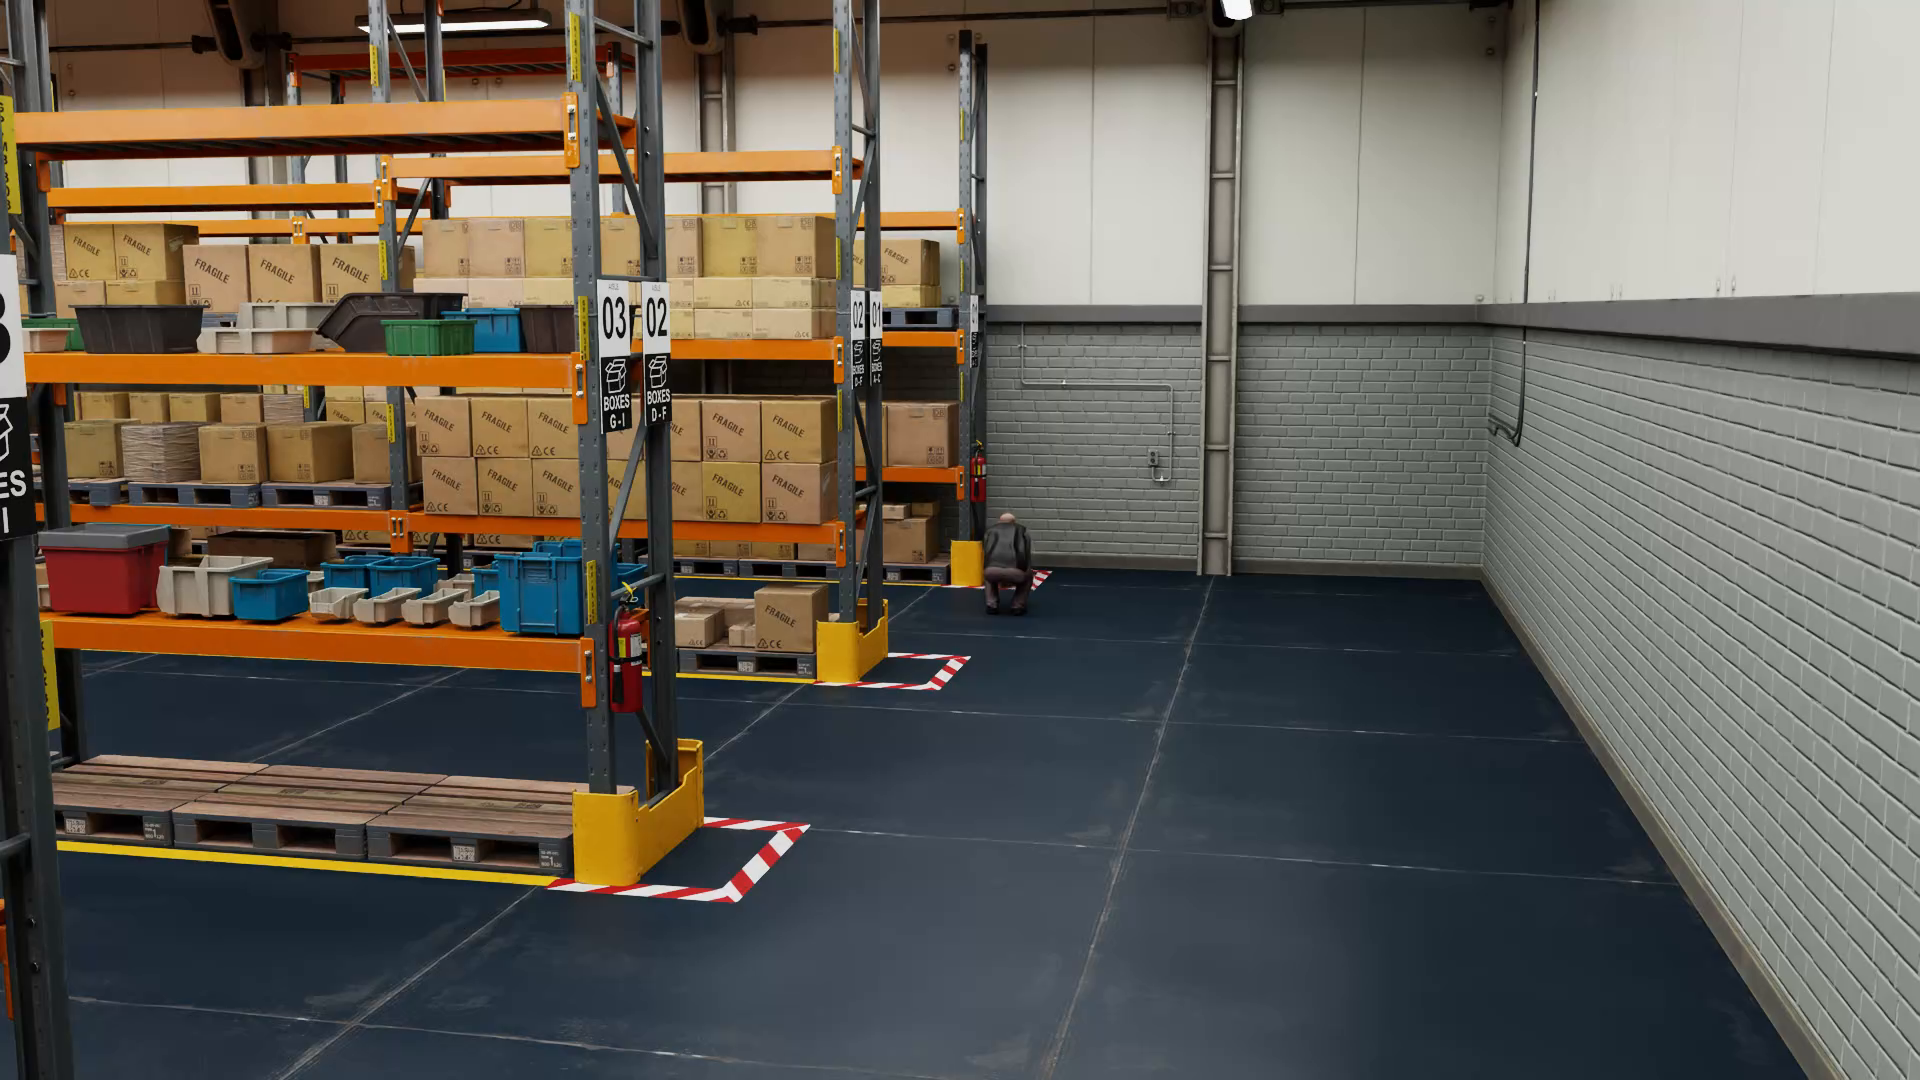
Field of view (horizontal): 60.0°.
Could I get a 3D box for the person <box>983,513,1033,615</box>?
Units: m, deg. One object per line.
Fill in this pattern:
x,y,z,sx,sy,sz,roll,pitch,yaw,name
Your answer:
0.483,0.244,16.933,0.516,0.969,0.865,1,8,10,person
